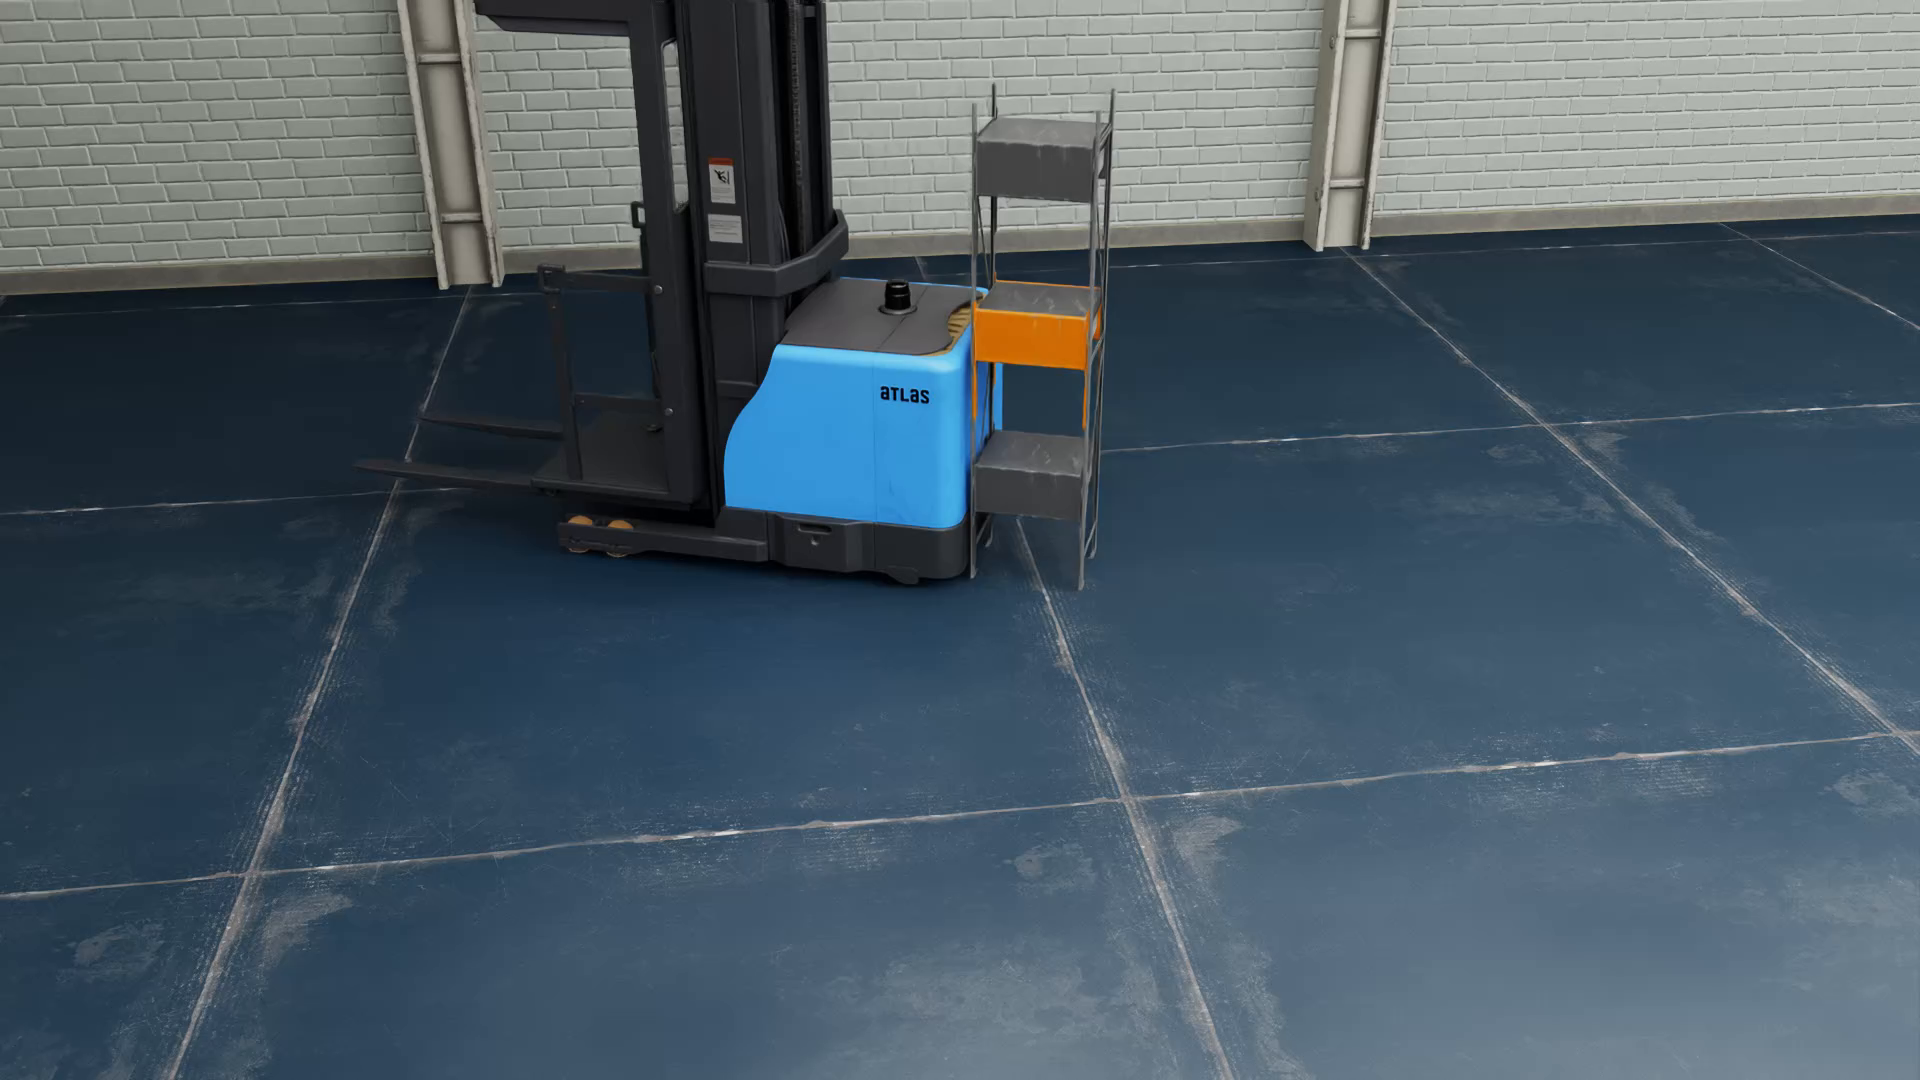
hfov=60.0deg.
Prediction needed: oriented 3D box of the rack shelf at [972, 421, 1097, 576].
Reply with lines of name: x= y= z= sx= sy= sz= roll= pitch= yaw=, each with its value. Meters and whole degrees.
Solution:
rack shelf: x=0.335 y=-0.187 z=7.379 sx=0.480 sy=0.518 sz=0.431 roll=6 pitch=28 yaw=12

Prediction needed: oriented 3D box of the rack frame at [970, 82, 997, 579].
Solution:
rack frame: x=0.098 y=-0.848 z=7.103 sx=0.015 sy=2.100 sz=0.400 roll=6 pitch=28 yaw=12

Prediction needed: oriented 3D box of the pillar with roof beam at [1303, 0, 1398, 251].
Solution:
pillar with roof beam: x=3.279 y=-4.175 z=6.029 sx=0.400 sy=9.000 sz=9.100 roll=-4 pitch=27 yaw=-7

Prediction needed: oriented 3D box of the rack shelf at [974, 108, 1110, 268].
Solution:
rack shelf: x=0.335 y=-1.433 z=6.739 sx=0.480 sy=0.518 sz=0.431 roll=6 pitch=28 yaw=12

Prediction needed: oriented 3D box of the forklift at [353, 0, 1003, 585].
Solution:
forklift: x=-1.360 y=-1.451 z=7.367 sx=3.031 sy=2.935 sz=1.130 roll=6 pitch=28 yaw=12

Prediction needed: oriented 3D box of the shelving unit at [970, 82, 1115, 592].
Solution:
shelving unit: x=0.335 y=-0.822 z=7.053 sx=0.503 sy=2.100 sz=0.431 roll=6 pitch=28 yaw=12

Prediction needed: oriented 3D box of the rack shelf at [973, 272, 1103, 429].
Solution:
rack shelf: x=0.335 y=-0.810 z=7.059 sx=0.480 sy=0.518 sz=0.431 roll=6 pitch=28 yaw=12

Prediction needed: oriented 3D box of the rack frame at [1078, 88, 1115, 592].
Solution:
rack frame: x=0.573 y=-0.797 z=7.003 sx=0.015 sy=2.100 sz=0.400 roll=6 pitch=28 yaw=12

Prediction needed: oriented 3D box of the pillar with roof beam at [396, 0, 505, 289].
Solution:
pillar with roof beam: x=-2.663 y=-3.793 z=5.285 sx=0.400 sy=9.000 sz=9.100 roll=-4 pitch=27 yaw=-7
